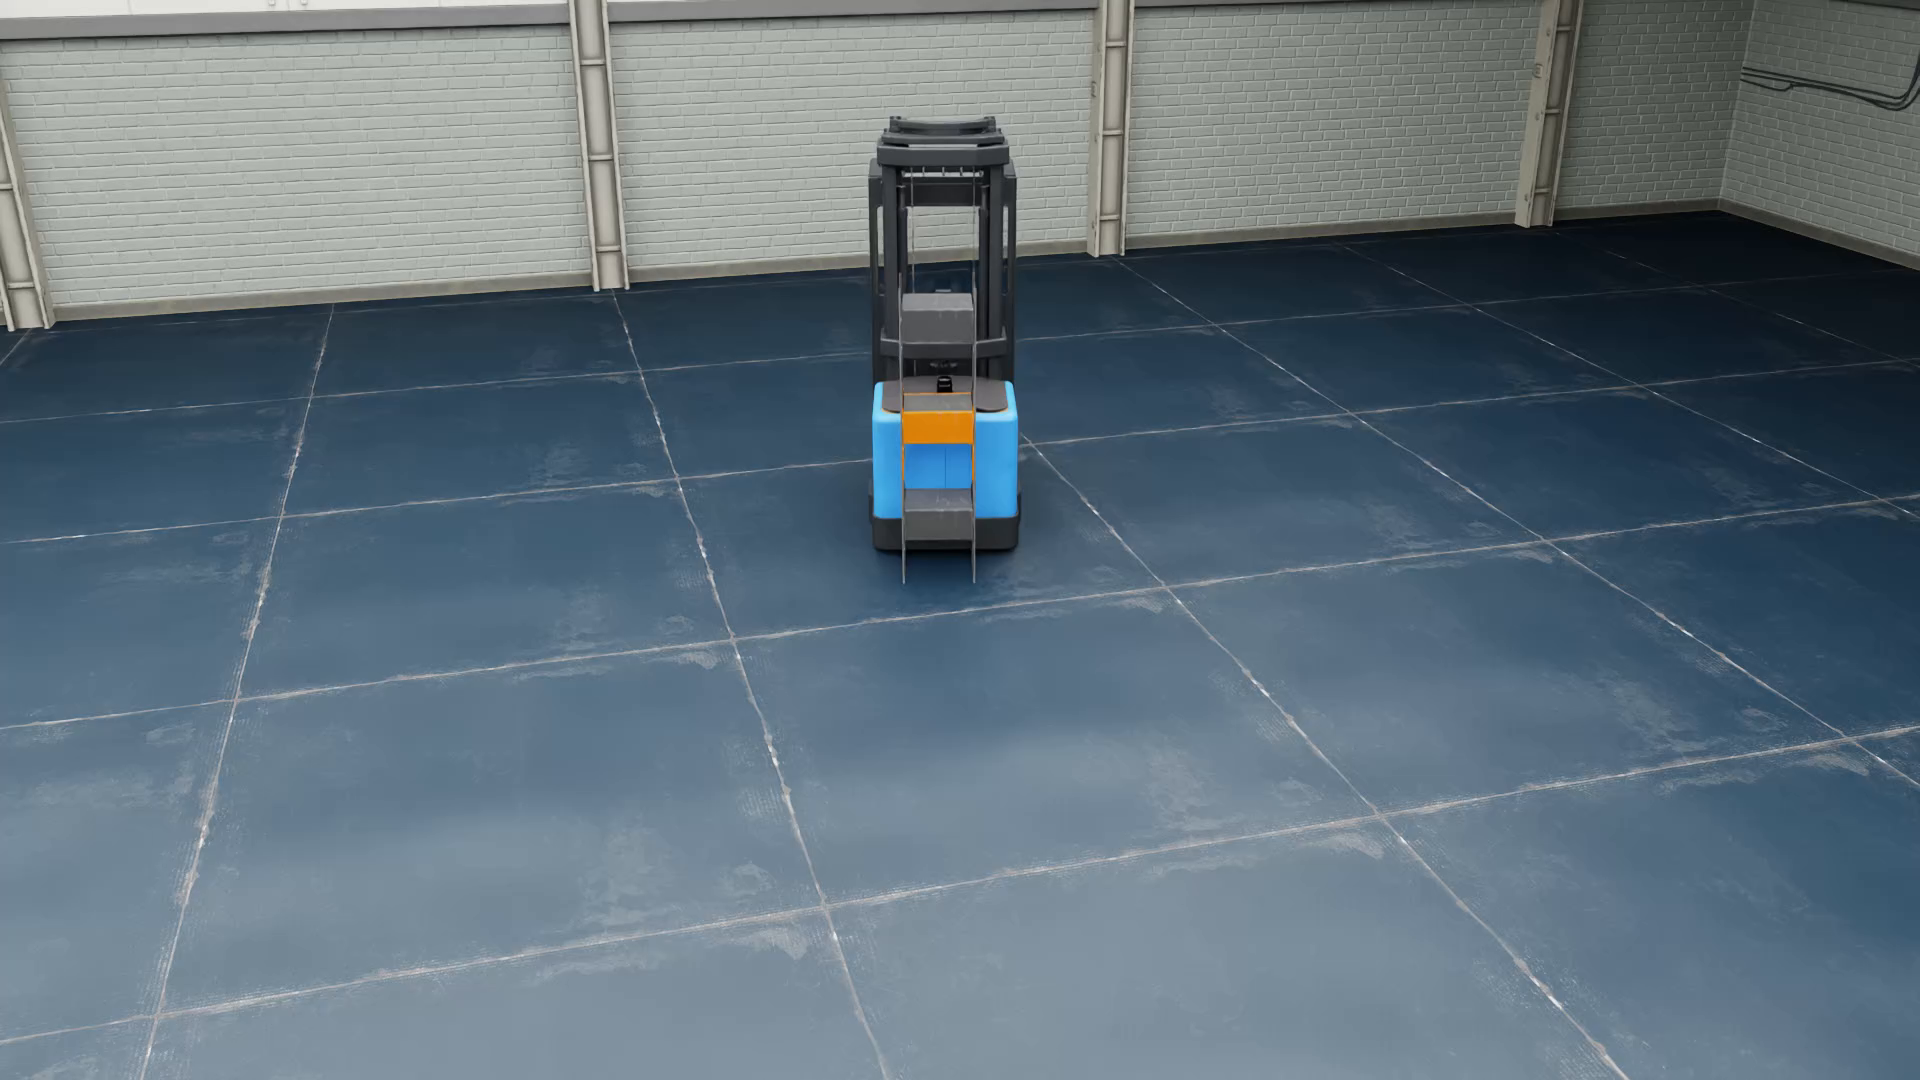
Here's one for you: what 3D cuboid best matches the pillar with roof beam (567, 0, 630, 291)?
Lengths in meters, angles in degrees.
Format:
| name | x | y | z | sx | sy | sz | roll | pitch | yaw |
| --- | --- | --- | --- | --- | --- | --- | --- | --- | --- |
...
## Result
| name | x | y | z | sx | sy | sz | roll | pitch | yaw |
| --- | --- | --- | --- | --- | --- | --- | --- | --- | --- |
| pillar with roof beam | -2.823 | -5.395 | 13.410 | 0.400 | 9.000 | 9.100 | -6 | 24 | -14 |

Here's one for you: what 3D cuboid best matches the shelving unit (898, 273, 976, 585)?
| name | x | y | z | sx | sy | sz | roll | pitch | yaw |
| --- | --- | --- | --- | --- | --- | --- | --- | --- | --- |
| shelving unit | -0.150 | -0.734 | 11.298 | 0.503 | 2.100 | 0.431 | 0 | 23 | -1 |

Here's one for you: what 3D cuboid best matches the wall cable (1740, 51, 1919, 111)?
| name | x | y | z | sx | sy | sz | roll | pitch | yaw |
| --- | --- | --- | --- | --- | --- | --- | --- | --- | --- |
| wall cable | 10.761 | -6.692 | 20.372 | 0.112 | 2.526 | 3.097 | -6 | 24 | -14 |

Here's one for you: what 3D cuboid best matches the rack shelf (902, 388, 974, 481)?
| name | x | y | z | sx | sy | sz | roll | pitch | yaw |
| --- | --- | --- | --- | --- | --- | --- | --- | --- | --- |
| rack shelf | -0.150 | -0.721 | 11.303 | 0.480 | 0.518 | 0.431 | 0 | 23 | -1 |

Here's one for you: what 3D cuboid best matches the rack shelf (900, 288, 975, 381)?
| name | x | y | z | sx | sy | sz | roll | pitch | yaw |
| --- | --- | --- | --- | --- | --- | --- | --- | --- | --- |
| rack shelf | -0.150 | -1.365 | 11.027 | 0.480 | 0.518 | 0.431 | 0 | 23 | -1 |

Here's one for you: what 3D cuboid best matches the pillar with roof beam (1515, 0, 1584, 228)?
| name | x | y | z | sx | sy | sz | roll | pitch | yaw |
| --- | --- | --- | --- | --- | --- | --- | --- | --- | --- |
| pillar with roof beam | 8.731 | -6.673 | 16.389 | 0.400 | 9.000 | 9.100 | -6 | 24 | -14 |

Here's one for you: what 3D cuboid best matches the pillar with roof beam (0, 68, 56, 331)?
| name | x | y | z | sx | sy | sz | roll | pitch | yaw |
| --- | --- | --- | --- | --- | --- | --- | --- | --- | --- |
| pillar with roof beam | -8.600 | -4.755 | 11.921 | 0.400 | 9.000 | 9.100 | -6 | 24 | -14 |

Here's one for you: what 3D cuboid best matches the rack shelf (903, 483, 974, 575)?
| name | x | y | z | sx | sy | sz | roll | pitch | yaw |
| --- | --- | --- | --- | --- | --- | --- | --- | --- | --- |
| rack shelf | -0.150 | -0.078 | 11.579 | 0.480 | 0.518 | 0.431 | 0 | 23 | -1 |

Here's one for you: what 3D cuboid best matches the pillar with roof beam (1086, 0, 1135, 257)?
| name | x | y | z | sx | sy | sz | roll | pitch | yaw |
| --- | --- | --- | --- | --- | --- | --- | --- | --- | --- |
| pillar with roof beam | 2.954 | -6.034 | 14.900 | 0.400 | 9.000 | 9.100 | -6 | 24 | -14 |

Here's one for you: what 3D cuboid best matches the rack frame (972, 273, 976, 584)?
| name | x | y | z | sx | sy | sz | roll | pitch | yaw |
| --- | --- | --- | --- | --- | --- | --- | --- | --- | --- |
| rack frame | 0.094 | -0.736 | 11.303 | 0.015 | 2.100 | 0.400 | 0 | 23 | -1 |

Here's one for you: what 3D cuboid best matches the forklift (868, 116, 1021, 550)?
| name | x | y | z | sx | sy | sz | roll | pitch | yaw |
| --- | --- | --- | --- | --- | --- | --- | --- | --- | --- |
| forklift | -0.133 | -1.811 | 12.753 | 1.130 | 2.935 | 3.031 | 0 | 23 | -1 |

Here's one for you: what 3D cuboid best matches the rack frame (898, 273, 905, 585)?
| name | x | y | z | sx | sy | sz | roll | pitch | yaw |
| --- | --- | --- | --- | --- | --- | --- | --- | --- | --- |
| rack frame | -0.394 | -0.732 | 11.293 | 0.015 | 2.100 | 0.400 | 0 | 23 | -1 |
